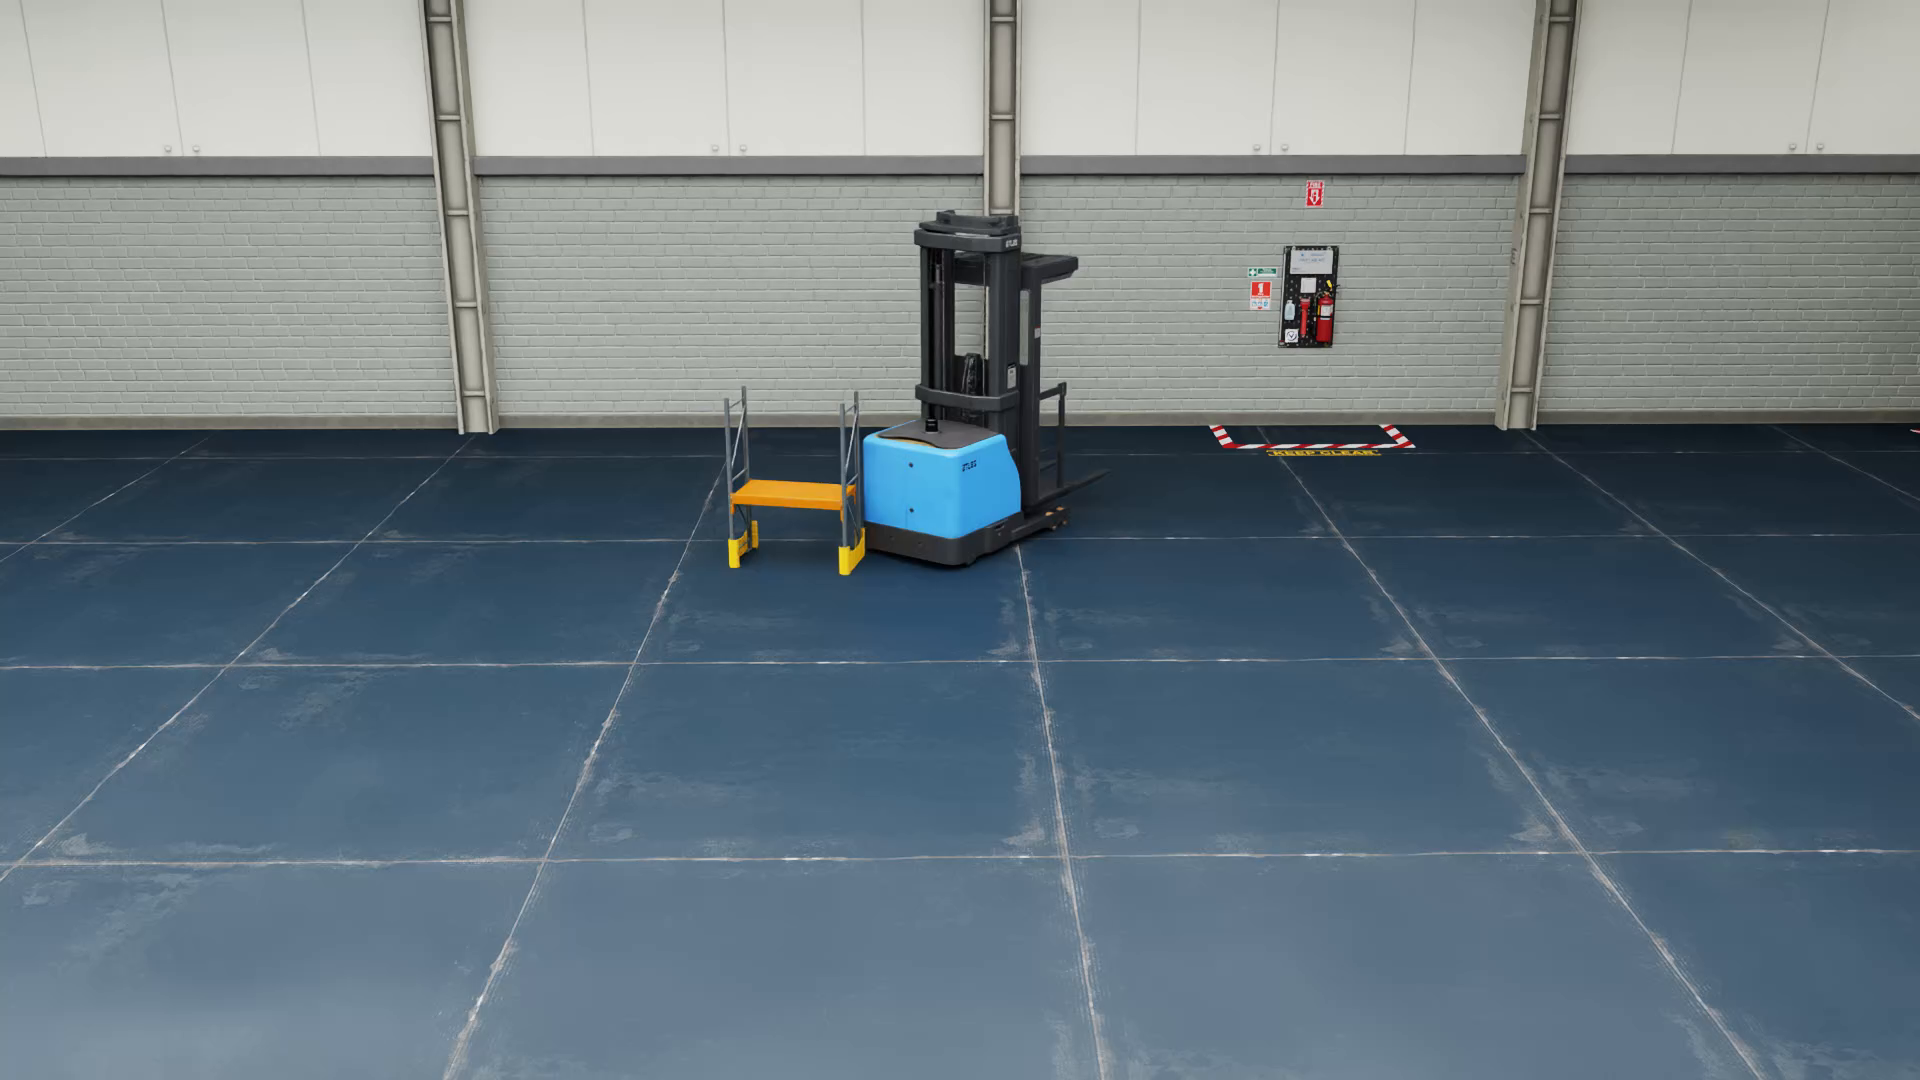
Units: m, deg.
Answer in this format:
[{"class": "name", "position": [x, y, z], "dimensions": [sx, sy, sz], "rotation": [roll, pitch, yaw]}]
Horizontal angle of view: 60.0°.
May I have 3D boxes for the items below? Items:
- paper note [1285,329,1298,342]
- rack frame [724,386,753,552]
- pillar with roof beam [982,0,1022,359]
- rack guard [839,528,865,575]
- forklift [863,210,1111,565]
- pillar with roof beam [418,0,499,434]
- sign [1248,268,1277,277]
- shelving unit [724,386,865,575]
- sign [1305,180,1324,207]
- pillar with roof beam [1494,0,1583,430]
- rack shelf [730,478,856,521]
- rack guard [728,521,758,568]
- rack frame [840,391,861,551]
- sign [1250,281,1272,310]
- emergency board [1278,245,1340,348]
[{"class": "paper note", "position": [3.808, -2.346, 19.096], "dimensions": [0.142, 0.148, 0.016], "rotation": [0, 18, -1]}, {"class": "rack frame", "position": [-1.936, -0.562, 14.546], "dimensions": [0.032, 1.500, 0.500], "rotation": [4, 18, 11]}, {"class": "pillar with roof beam", "position": [0.527, -4.259, 13.793], "dimensions": [0.400, 9.000, 9.100], "rotation": [0, 18, -1]}, {"class": "rack guard", "position": [-0.942, 0.097, 14.540], "dimensions": [0.087, 0.250, 0.587], "rotation": [4, 18, 11]}, {"class": "forklift", "position": [0.385, -1.568, 15.341], "dimensions": [1.130, 2.935, 3.031], "rotation": [12, 21, 33]}, {"class": "pillar with roof beam", "position": [-5.473, -4.230, 13.703], "dimensions": [0.400, 9.000, 9.100], "rotation": [0, 18, -1]}, {"class": "sign", "position": [3.437, -3.041, 18.893], "dimensions": [0.331, 0.109, 0.001], "rotation": [0, 18, -1]}, {"class": "shelving unit", "position": [-1.430, -0.530, 14.445], "dimensions": [1.083, 1.500, 0.587], "rotation": [4, 18, 11]}, {"class": "sign", "position": [3.977, -3.880, 18.639], "dimensions": [0.199, 0.298, 0.001], "rotation": [0, 18, -1]}, {"class": "pillar with roof beam", "position": [6.526, -4.288, 13.884], "dimensions": [0.400, 9.000, 9.100], "rotation": [0, 18, -1]}, {"class": "rack shelf", "position": [-1.439, -0.359, 14.502], "dimensions": [1.000, 0.185, 0.538], "rotation": [4, 18, 11]}, {"class": "rack guard", "position": [-1.917, 0.035, 14.733], "dimensions": [0.087, 0.250, 0.587], "rotation": [4, 18, 11]}, {"class": "rack frame", "position": [-0.941, -0.498, 14.348], "dimensions": [0.032, 1.500, 0.500], "rotation": [4, 18, 11]}, {"class": "sign", "position": [3.432, -2.791, 18.982], "dimensions": [0.234, 0.329, 0.001], "rotation": [0, 18, -1]}, {"class": "emergency board", "position": [3.986, -2.746, 18.898], "dimensions": [0.643, 1.169, 0.194], "rotation": [0, 18, -1]}]
